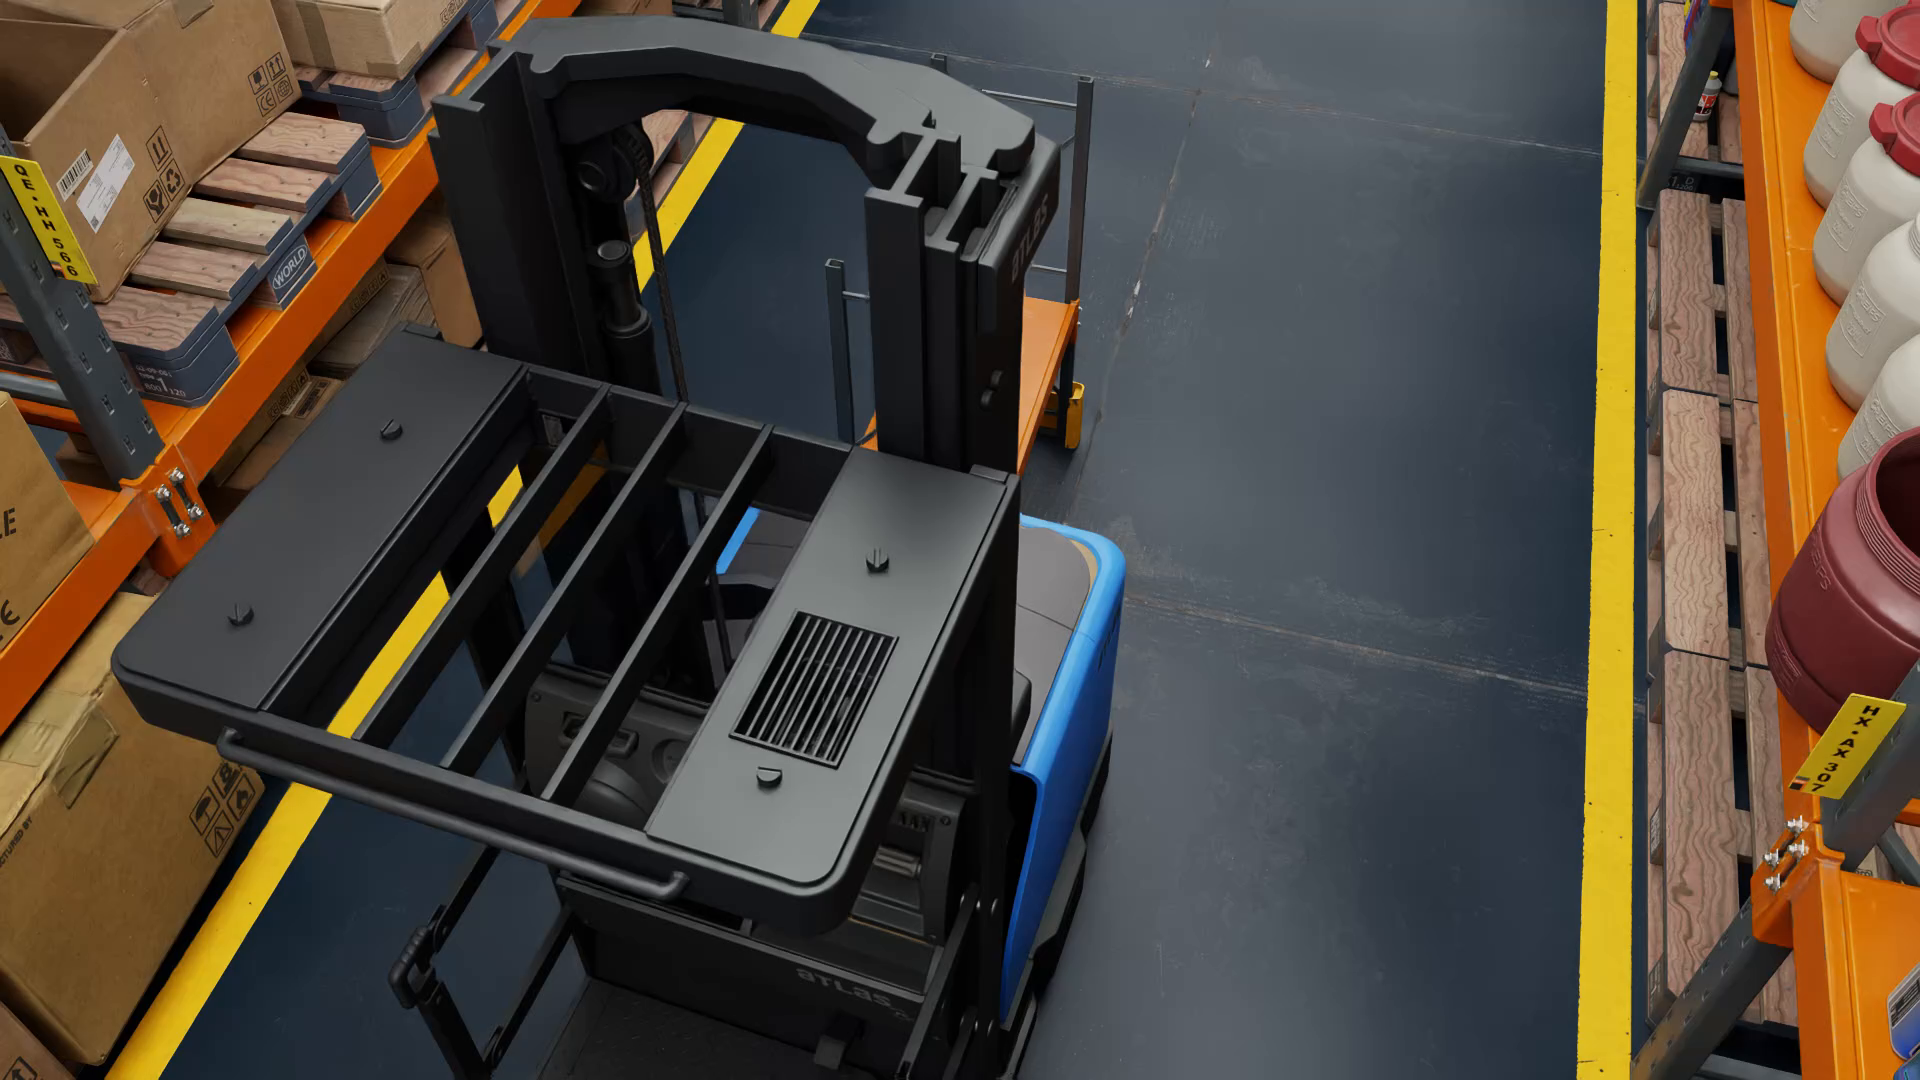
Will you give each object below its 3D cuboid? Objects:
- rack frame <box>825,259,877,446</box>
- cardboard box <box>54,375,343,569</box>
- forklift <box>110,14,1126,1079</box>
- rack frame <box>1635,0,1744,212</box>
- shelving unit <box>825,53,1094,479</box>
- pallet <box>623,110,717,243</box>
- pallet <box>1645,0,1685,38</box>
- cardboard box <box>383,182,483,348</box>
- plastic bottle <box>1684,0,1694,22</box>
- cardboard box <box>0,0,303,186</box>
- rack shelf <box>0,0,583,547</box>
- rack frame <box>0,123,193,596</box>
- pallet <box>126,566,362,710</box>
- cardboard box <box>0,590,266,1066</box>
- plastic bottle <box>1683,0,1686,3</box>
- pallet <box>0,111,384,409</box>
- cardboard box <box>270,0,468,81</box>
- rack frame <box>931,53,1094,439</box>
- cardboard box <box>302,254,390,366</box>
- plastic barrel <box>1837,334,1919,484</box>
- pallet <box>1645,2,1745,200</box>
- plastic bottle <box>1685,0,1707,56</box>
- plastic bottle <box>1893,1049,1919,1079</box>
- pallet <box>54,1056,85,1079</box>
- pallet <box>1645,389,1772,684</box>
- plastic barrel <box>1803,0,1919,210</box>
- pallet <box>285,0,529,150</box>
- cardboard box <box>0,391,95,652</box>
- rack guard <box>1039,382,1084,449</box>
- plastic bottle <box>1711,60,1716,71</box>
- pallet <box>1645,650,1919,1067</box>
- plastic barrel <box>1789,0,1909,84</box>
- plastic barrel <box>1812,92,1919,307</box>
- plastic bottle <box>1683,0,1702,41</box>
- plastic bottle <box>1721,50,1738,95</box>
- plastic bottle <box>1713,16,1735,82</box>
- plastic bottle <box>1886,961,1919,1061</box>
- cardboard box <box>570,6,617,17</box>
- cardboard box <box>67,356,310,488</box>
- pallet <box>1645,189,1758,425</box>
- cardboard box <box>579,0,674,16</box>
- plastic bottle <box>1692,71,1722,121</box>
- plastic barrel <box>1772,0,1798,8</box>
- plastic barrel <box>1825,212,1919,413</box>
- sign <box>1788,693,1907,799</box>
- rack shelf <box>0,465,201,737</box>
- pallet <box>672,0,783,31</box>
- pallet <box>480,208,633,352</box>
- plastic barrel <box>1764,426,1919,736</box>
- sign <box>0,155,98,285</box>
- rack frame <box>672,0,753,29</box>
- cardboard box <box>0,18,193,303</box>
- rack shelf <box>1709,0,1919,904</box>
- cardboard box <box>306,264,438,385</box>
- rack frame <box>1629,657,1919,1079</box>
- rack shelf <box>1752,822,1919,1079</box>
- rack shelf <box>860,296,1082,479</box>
[{"bbox_3d":[-0.111,-0.190,4.918,0.500,1.500,0.032,12,50,10],"label":"rack frame"},{"bbox_3d":[-2.343,-0.217,5.314,0.700,0.500,0.500,9,49,8],"label":"cardboard box"},{"bbox_3d":[-0.519,0.665,3.208,1.130,2.935,3.031,15,50,13],"label":"forklift"},{"bbox_3d":[3.331,-2.325,5.802,1.000,3.000,0.127,12,50,10],"label":"rack frame"},{"bbox_3d":[0.020,-0.551,5.236,0.587,1.500,1.083,12,50,10],"label":"shelving unit"},{"bbox_3d":[-1.651,-1.817,7.213,1.003,0.211,1.213,12,50,10],"label":"pallet"},{"bbox_3d":[3.867,-2.765,8.050,1.003,0.211,1.213,12,50,10],"label":"pallet"},{"bbox_3d":[-2.067,-1.032,6.034,0.700,0.500,0.500,15,50,13],"label":"cardboard box"},{"bbox_3d":[3.358,-2.490,7.420,0.144,0.351,0.185,11,50,10],"label":"plastic bottle"},{"bbox_3d":[-2.346,-1.404,4.641,0.700,0.500,0.500,18,51,16],"label":"cardboard box"},{"bbox_3d":[-1.974,-1.618,5.657,1.077,0.370,4.000,12,50,10],"label":"rack shelf"},{"bbox_3d":[-2.500,-0.410,4.111,1.000,3.000,0.127,12,50,10],"label":"rack frame"},{"bbox_3d":[-2.293,-0.052,5.655,1.003,0.211,1.213,12,50,10],"label":"pallet"},{"bbox_3d":[-2.702,0.650,4.313,1.225,0.875,0.875,9,49,8],"label":"cardboard box"},{"bbox_3d":[3.404,-2.582,7.551,0.152,0.276,0.135,12,50,11],"label":"plastic bottle"},{"bbox_3d":[-2.416,-0.883,4.656,1.213,0.211,1.003,12,50,10],"label":"pallet"},{"bbox_3d":[-1.837,-1.666,5.039,0.500,0.250,0.500,10,49,9],"label":"cardboard box"},{"bbox_3d":[0.156,-0.926,5.567,0.500,1.500,0.032,12,50,10],"label":"rack frame"},{"bbox_3d":[-2.223,-0.852,5.375,0.500,0.250,0.500,17,51,14],"label":"cardboard box"},{"bbox_3d":[2.343,-0.255,3.900,0.421,0.512,0.421,0,49,0],"label":"plastic barrel"},{"bbox_3d":[3.548,-1.880,7.269,1.003,0.211,1.213,12,50,10],"label":"pallet"},{"bbox_3d":[3.273,-2.256,7.214,0.144,0.351,0.185,9,49,8],"label":"plastic bottle"},{"bbox_3d":[1.795,0.938,3.007,0.097,0.271,0.097,0,49,0],"label":"plastic bottle"},{"bbox_3d":[-2.781,1.069,4.666,1.003,0.211,1.213,12,50,10],"label":"pallet"},{"bbox_3d":[2.842,0.058,5.558,1.003,0.211,1.213,12,50,10],"label":"pallet"},{"bbox_3d":[2.674,-1.191,4.710,0.433,0.535,0.433,0,49,0],"label":"plastic barrel"},{"bbox_3d":[-2.019,-1.786,5.454,1.003,0.211,1.213,12,50,10],"label":"pallet"},{"bbox_3d":[-2.391,-0.037,3.715,0.500,0.500,0.500,13,50,11],"label":"cardboard box"},{"bbox_3d":[0.151,-0.498,6.023,0.587,0.250,0.087,12,50,10],"label":"rack guard"},{"bbox_3d":[3.139,-1.985,7.020,0.061,0.283,0.133,14,50,12],"label":"plastic bottle"},{"bbox_3d":[2.519,0.938,4.781,1.003,0.211,1.213,12,50,10],"label":"pallet"},{"bbox_3d":[2.867,-1.722,5.178,0.433,0.535,0.433,0,49,0],"label":"plastic barrel"},{"bbox_3d":[2.560,-0.878,4.434,0.433,0.535,0.433,0,49,0],"label":"plastic barrel"},{"bbox_3d":[3.275,-2.360,7.350,0.061,0.283,0.133,15,50,13],"label":"plastic bottle"},{"bbox_3d":[3.361,-2.089,7.066,0.144,0.351,0.185,12,50,10],"label":"plastic bottle"},{"bbox_3d":[3.222,-2.117,7.091,0.144,0.351,0.185,10,49,9],"label":"plastic bottle"},{"bbox_3d":[1.852,0.858,3.075,0.152,0.276,0.135,12,50,10],"label":"plastic bottle"},{"bbox_3d":[-1.774,-1.840,6.747,0.700,0.500,0.500,11,50,10],"label":"cardboard box"},{"bbox_3d":[-2.353,-0.467,5.035,0.500,0.250,0.500,13,50,12],"label":"cardboard box"},{"bbox_3d":[3.161,-0.827,6.339,1.003,0.211,1.213,12,50,10],"label":"pallet"},{"bbox_3d":[-1.630,-2.181,7.048,0.700,0.500,0.500,8,49,7],"label":"cardboard box"},{"bbox_3d":[3.126,-1.869,6.972,0.097,0.201,0.097,0,49,0],"label":"plastic bottle"},{"bbox_3d":[2.937,-2.272,5.420,0.600,0.901,0.708,12,50,10],"label":"plastic barrel"},{"bbox_3d":[2.453,-0.560,4.169,0.421,0.512,0.421,0,49,0],"label":"plastic barrel"},{"bbox_3d":[1.745,0.410,3.278,0.100,0.325,0.005,12,50,10],"label":"sign"},{"bbox_3d":[-3.027,1.275,3.104,1.077,0.370,4.000,12,50,10],"label":"rack shelf"},{"bbox_3d":[-1.305,-2.873,8.145,1.003,0.211,1.213,12,50,10],"label":"pallet"},{"bbox_3d":[-1.970,-0.931,6.431,1.003,0.211,1.213,12,50,10],"label":"pallet"},{"bbox_3d":[2.108,0.127,3.546,0.600,0.536,0.708,12,50,10],"label":"plastic barrel"},{"bbox_3d":[-1.964,-0.686,3.582,0.100,0.325,0.005,12,50,10],"label":"sign"},{"bbox_3d":[-1.448,-3.303,6.664,1.000,3.000,0.127,12,50,10],"label":"rack frame"},{"bbox_3d":[-2.397,-0.980,4.268,0.500,0.500,0.500,6,49,5],"label":"cardboard box"},{"bbox_3d":[2.804,-0.641,4.795,1.077,0.370,4.000,12,50,10],"label":"rack shelf"},{"bbox_3d":[-2.210,-0.620,5.671,0.700,0.500,0.500,8,49,7],"label":"cardboard box"},{"bbox_3d":[2.278,0.568,3.248,1.000,3.000,0.127,12,50,10],"label":"rack frame"},{"bbox_3d":[1.751,2.253,2.241,1.077,0.370,4.000,12,50,10],"label":"rack shelf"},{"bbox_3d":[0.022,-0.439,5.377,0.538,0.185,1.000,12,50,10],"label":"rack shelf"}]
